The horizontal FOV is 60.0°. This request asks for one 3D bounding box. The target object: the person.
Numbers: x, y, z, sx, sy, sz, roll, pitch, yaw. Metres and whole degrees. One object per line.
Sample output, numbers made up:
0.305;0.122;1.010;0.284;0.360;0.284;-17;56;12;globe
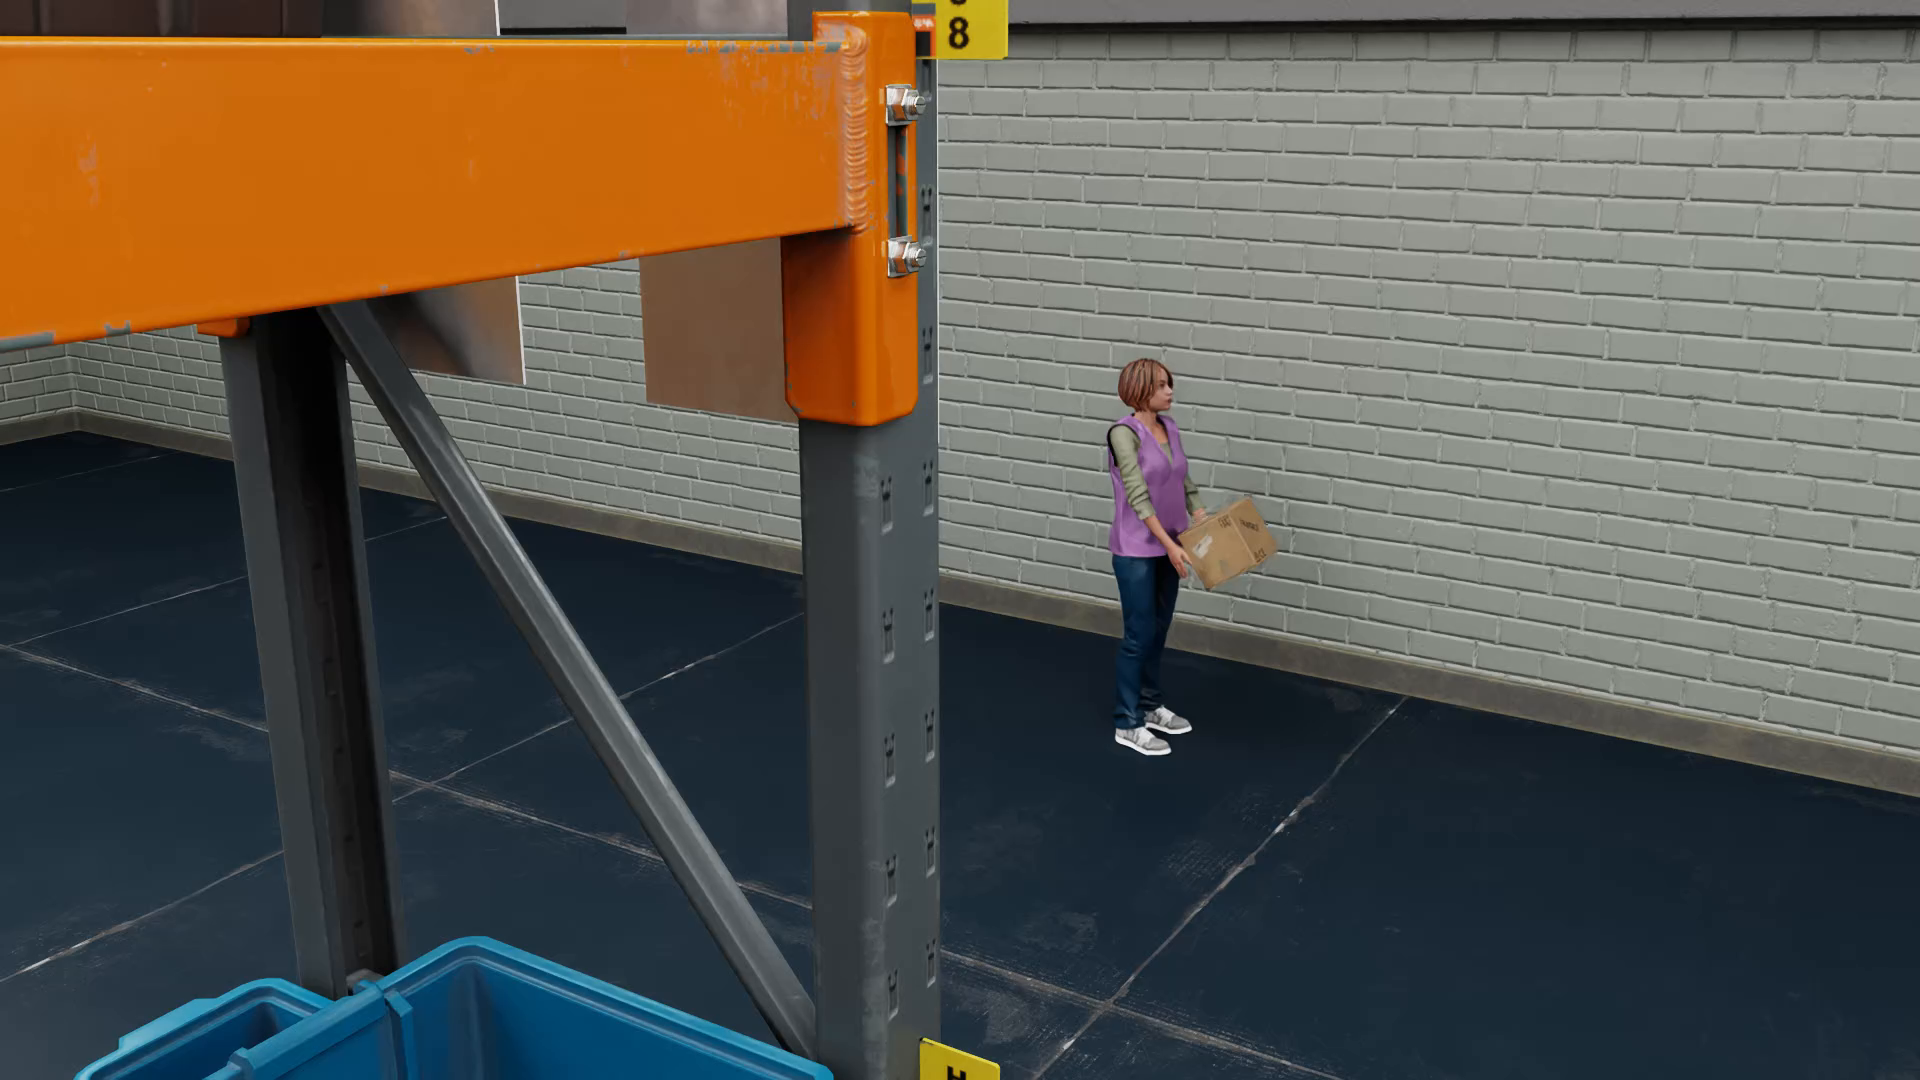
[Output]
0.833;0.105;6.847;0.461;1.511;0.425;14;22;40;person
